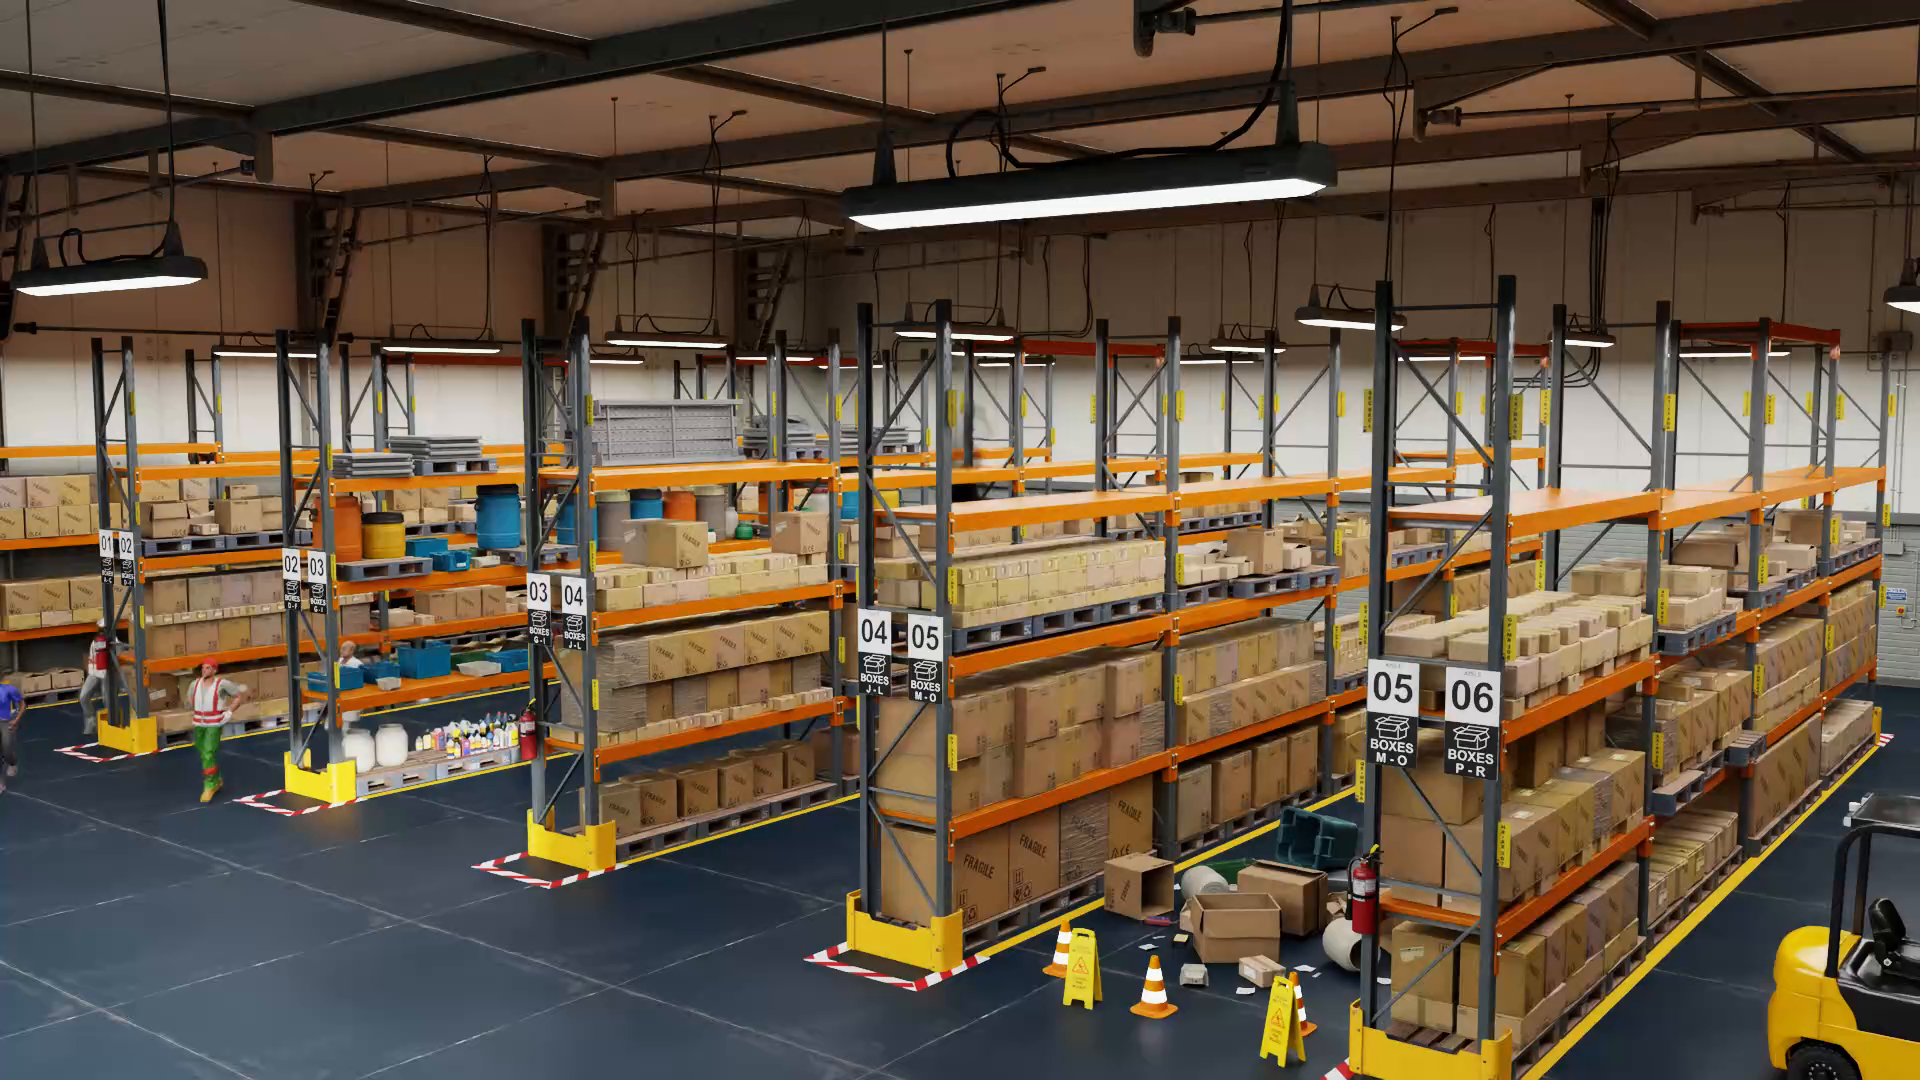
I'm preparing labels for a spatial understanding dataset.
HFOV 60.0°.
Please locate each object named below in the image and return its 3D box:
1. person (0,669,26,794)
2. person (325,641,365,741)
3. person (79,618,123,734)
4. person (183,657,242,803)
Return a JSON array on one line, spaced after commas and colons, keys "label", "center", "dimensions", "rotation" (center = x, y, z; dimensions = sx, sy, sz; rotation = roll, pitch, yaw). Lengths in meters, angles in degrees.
[{"label": "person", "center": [-12.554, 2.467, 21.793], "dimensions": [0.554, 1.651, 0.668], "rotation": [-1, 5, -14]}, {"label": "person", "center": [-8.592, 2.275, 23.231], "dimensions": [0.714, 1.736, 0.616], "rotation": [2, 6, 26]}, {"label": "person", "center": [-13.118, 2.096, 25.556], "dimensions": [0.642, 1.826, 0.714], "rotation": [1, 5, 15]}, {"label": "person", "center": [-9.641, 2.415, 21.339], "dimensions": [0.654, 1.833, 0.671], "rotation": [1, 5, 11]}]
